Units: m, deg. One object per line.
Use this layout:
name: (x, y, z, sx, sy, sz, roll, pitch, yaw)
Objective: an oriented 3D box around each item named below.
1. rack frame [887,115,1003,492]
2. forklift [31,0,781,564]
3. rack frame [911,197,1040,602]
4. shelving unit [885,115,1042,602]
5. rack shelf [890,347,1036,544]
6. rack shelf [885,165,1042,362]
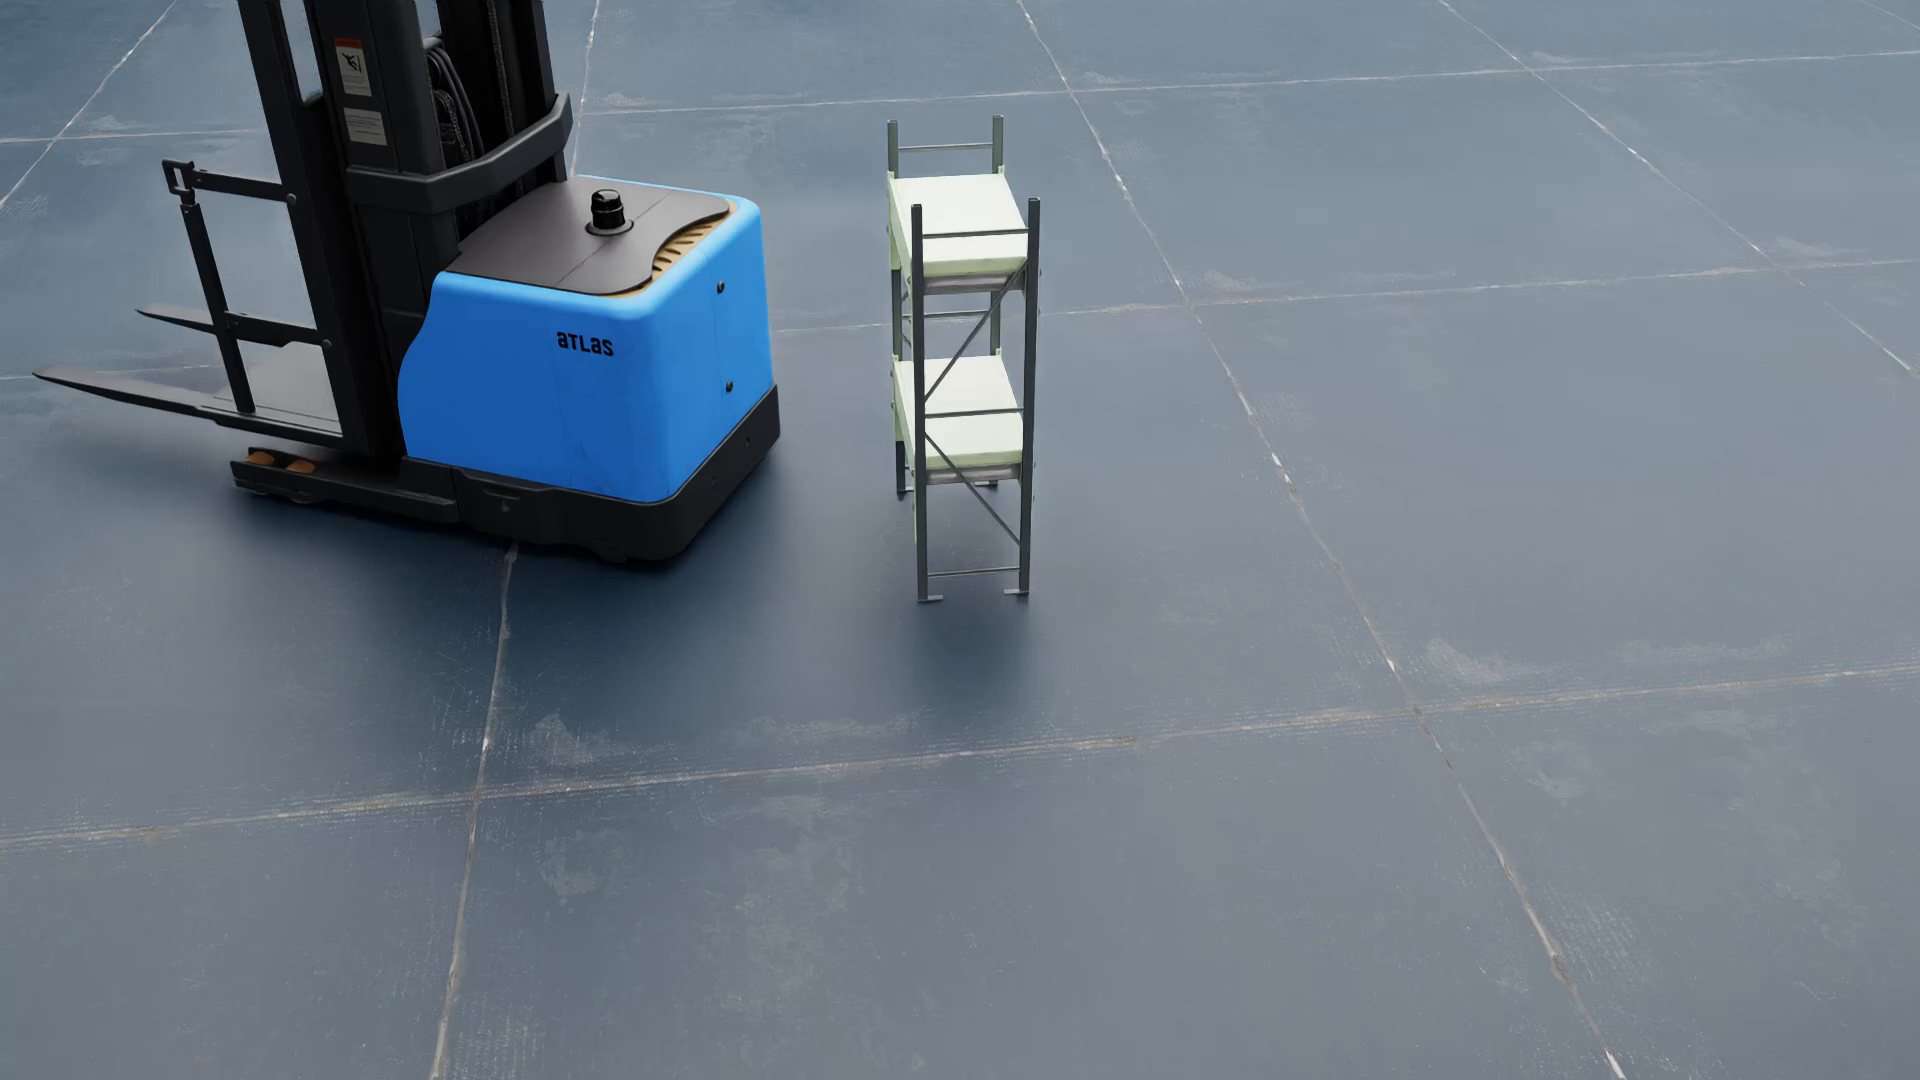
rack frame: (-0.050, -0.828, 6.133, 0.400, 1.500, 0.023, -4, 35, -6)
forklift: (-2.303, -1.619, 6.023, 3.031, 2.935, 1.130, 11, 36, 16)
rack frame: (0.048, -0.419, 5.533, 0.400, 1.500, 0.023, -4, 35, -6)
shelving unit: (-0.001, -0.623, 5.833, 0.431, 1.500, 0.755, -4, 35, -6)
rack shelf: (-0.001, -0.354, 6.017, 0.431, 0.370, 0.720, -4, 35, -6)
rack shelf: (-0.001, -0.946, 5.613, 0.431, 0.370, 0.720, -4, 35, -6)
